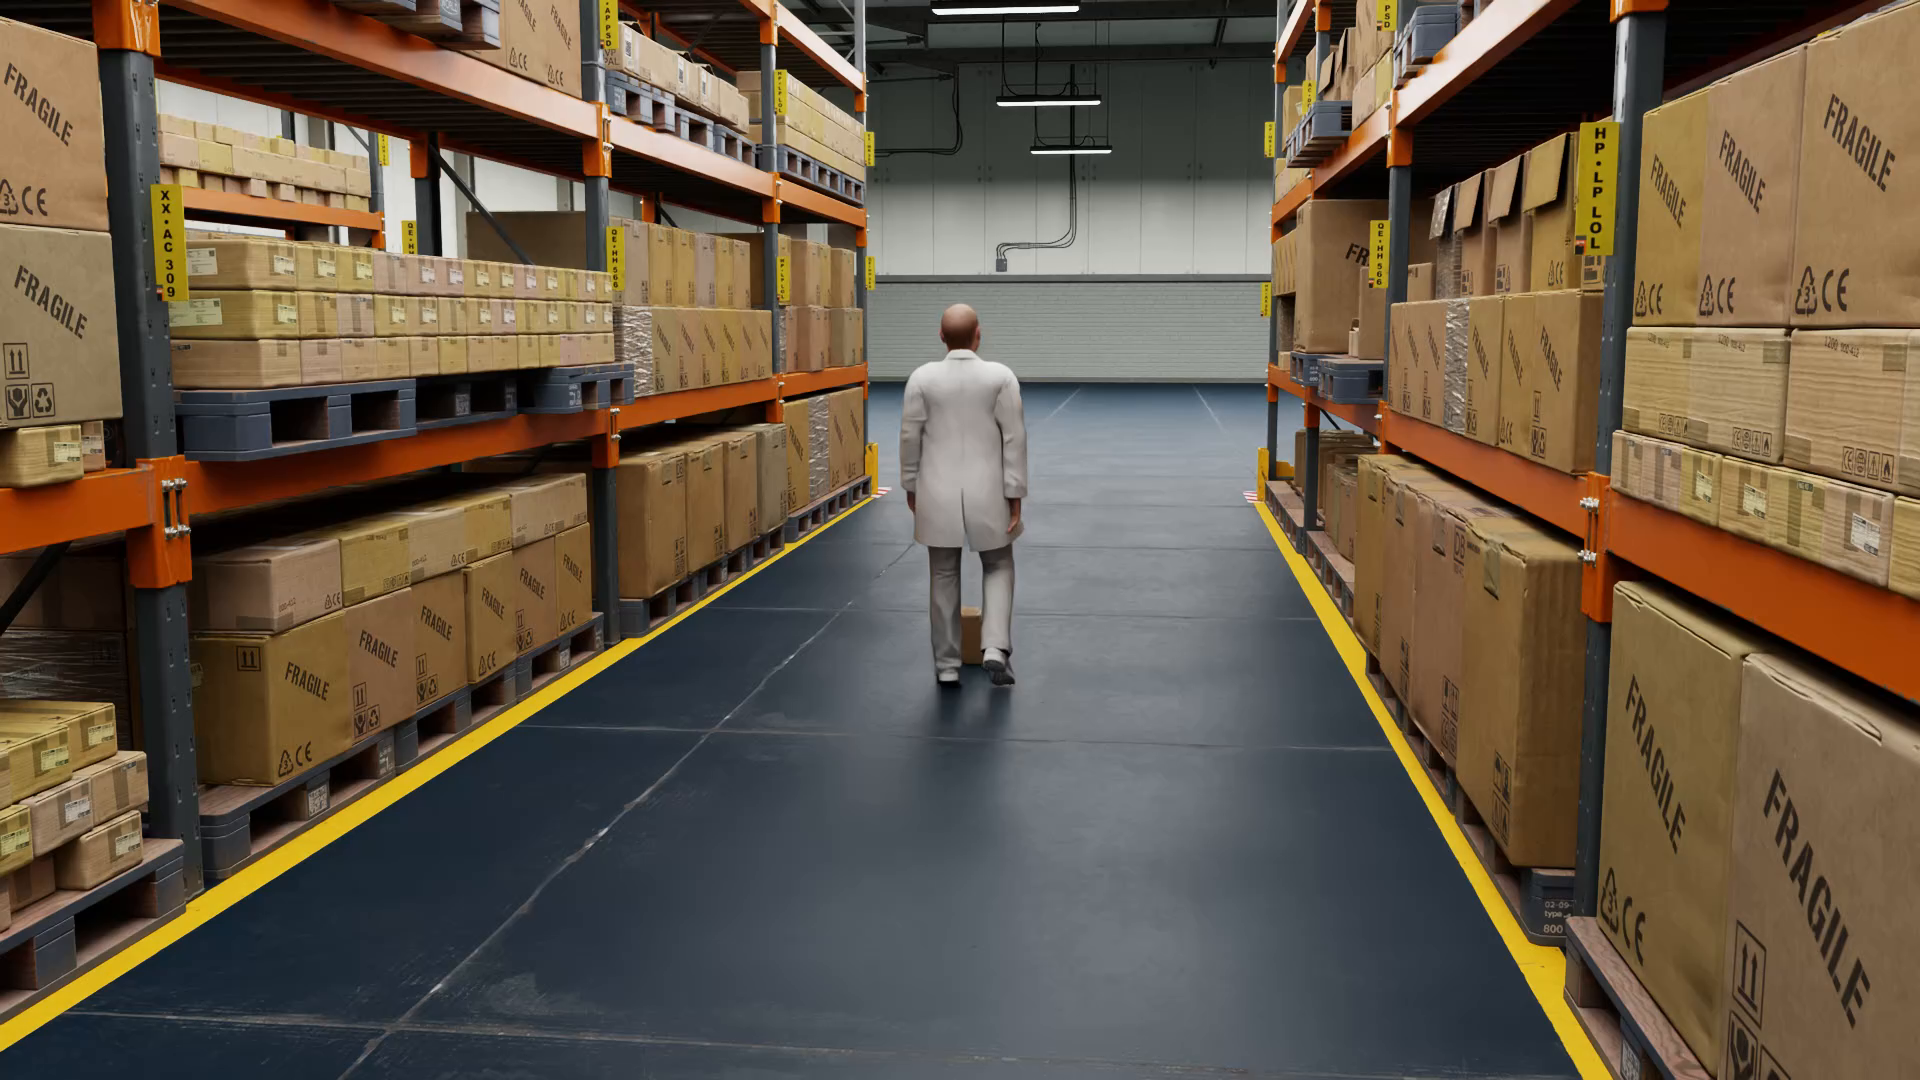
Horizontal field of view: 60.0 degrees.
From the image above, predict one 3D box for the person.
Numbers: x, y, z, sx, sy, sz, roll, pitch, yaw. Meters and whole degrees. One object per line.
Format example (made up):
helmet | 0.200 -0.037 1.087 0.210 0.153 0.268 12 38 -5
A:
person | 0.041 -0.219 7.939 0.577 1.789 0.443 1 7 7
